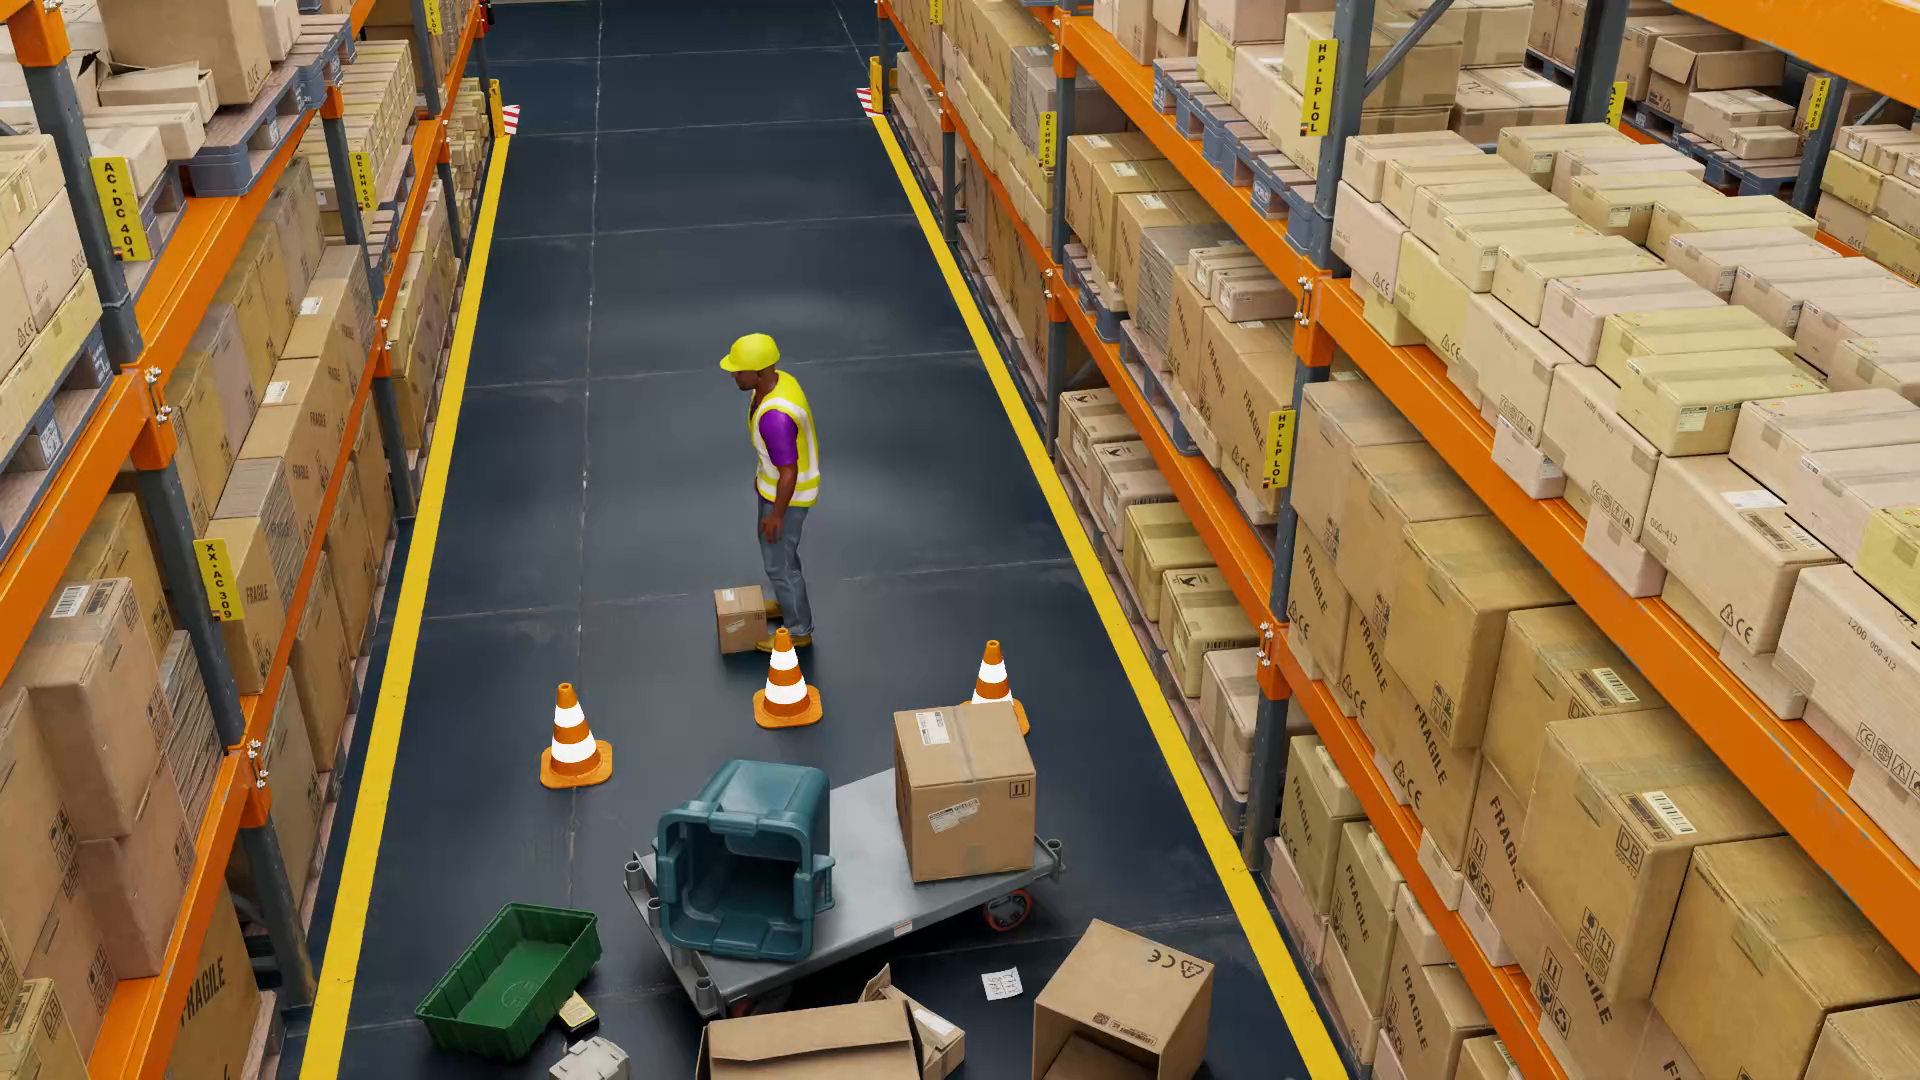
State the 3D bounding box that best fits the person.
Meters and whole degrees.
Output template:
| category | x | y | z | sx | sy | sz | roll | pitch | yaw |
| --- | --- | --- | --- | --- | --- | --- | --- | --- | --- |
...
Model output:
| category | x | y | z | sx | sy | sz | roll | pitch | yaw |
| --- | --- | --- | --- | --- | --- | --- | --- | --- | --- |
| person | -0.949 | -0.255 | 8.546 | 0.456 | 1.760 | 0.628 | -5 | 31 | -9 |
